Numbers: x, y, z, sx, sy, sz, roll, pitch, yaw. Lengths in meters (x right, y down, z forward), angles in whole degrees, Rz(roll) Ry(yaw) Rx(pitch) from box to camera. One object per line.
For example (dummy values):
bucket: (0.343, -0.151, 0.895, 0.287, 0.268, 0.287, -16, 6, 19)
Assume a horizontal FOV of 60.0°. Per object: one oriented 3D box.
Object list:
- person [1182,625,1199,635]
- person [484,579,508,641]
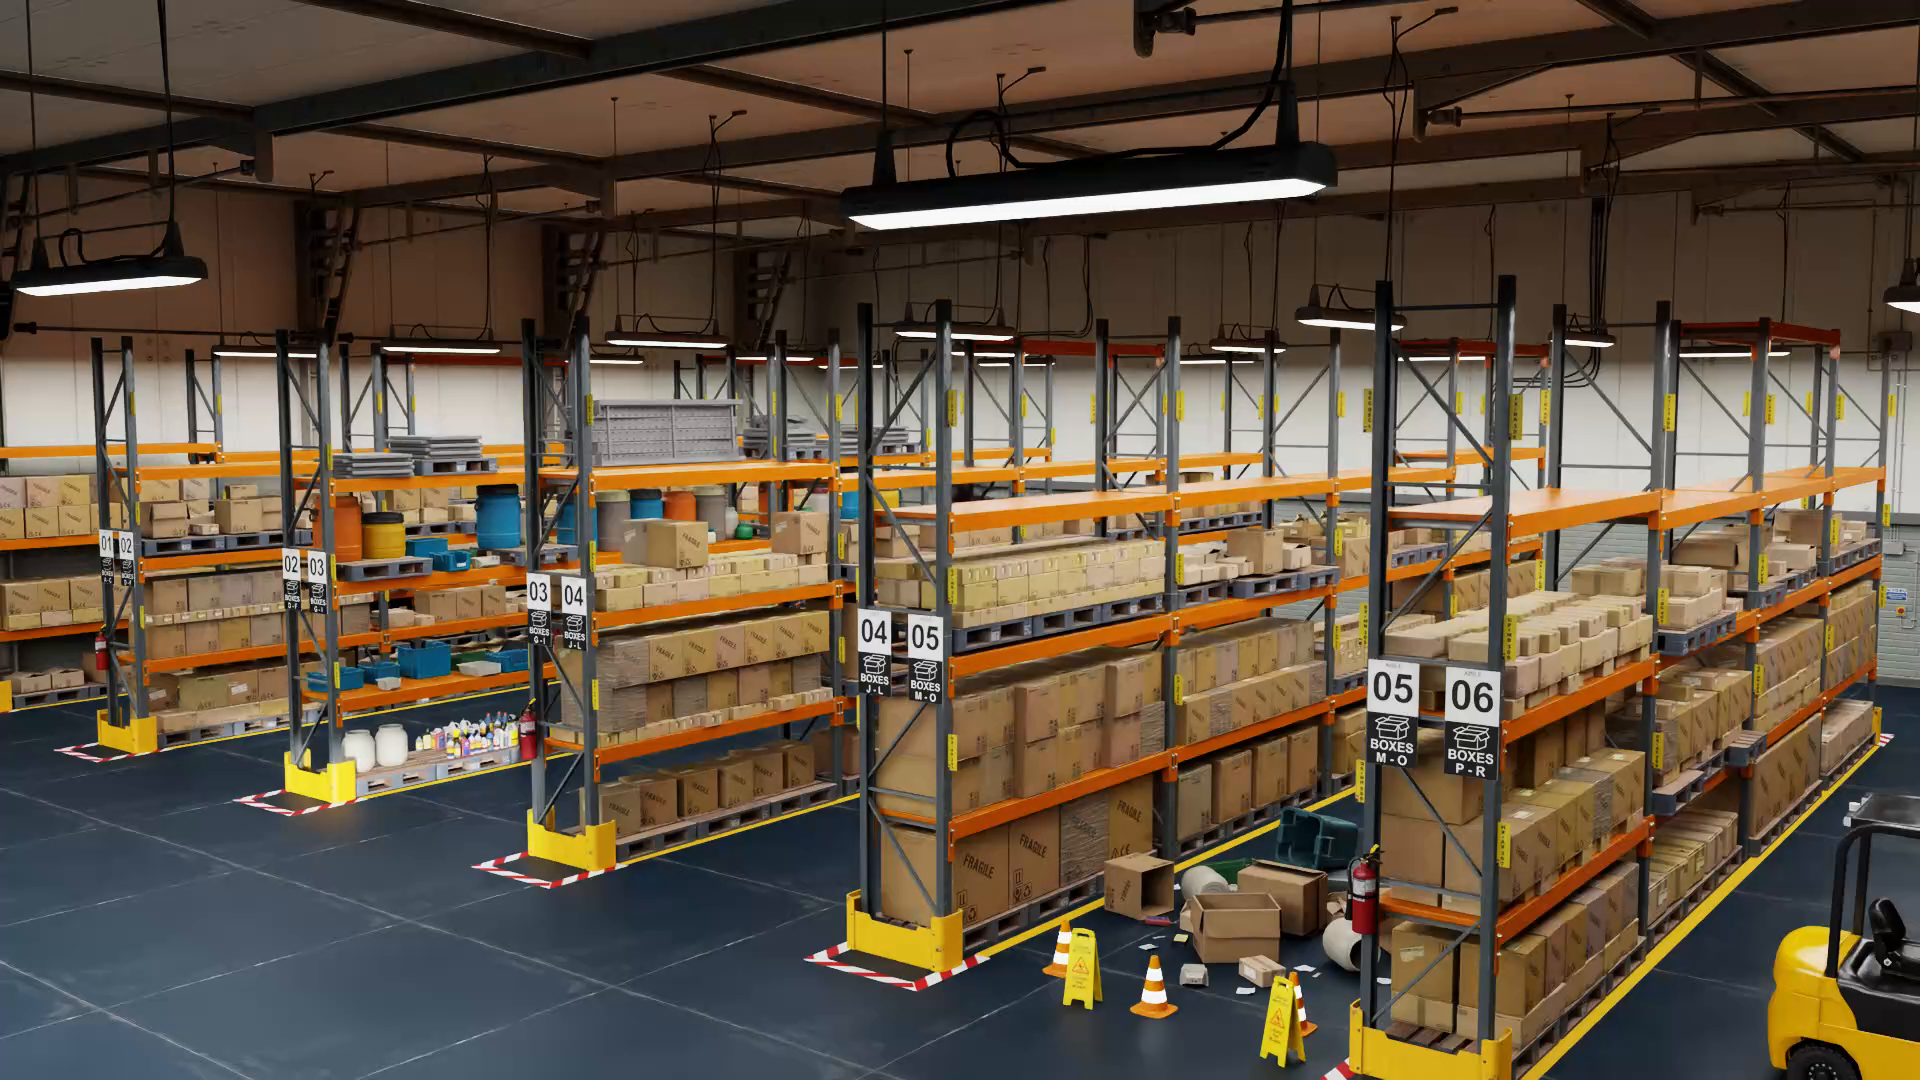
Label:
person: (3.546, 2.013, 26.234, 0.569, 1.725, 0.562, 2, 6, 25)
person: (-8.883, 1.560, 31.877, 0.470, 1.680, 0.519, 2, 5, 21)
